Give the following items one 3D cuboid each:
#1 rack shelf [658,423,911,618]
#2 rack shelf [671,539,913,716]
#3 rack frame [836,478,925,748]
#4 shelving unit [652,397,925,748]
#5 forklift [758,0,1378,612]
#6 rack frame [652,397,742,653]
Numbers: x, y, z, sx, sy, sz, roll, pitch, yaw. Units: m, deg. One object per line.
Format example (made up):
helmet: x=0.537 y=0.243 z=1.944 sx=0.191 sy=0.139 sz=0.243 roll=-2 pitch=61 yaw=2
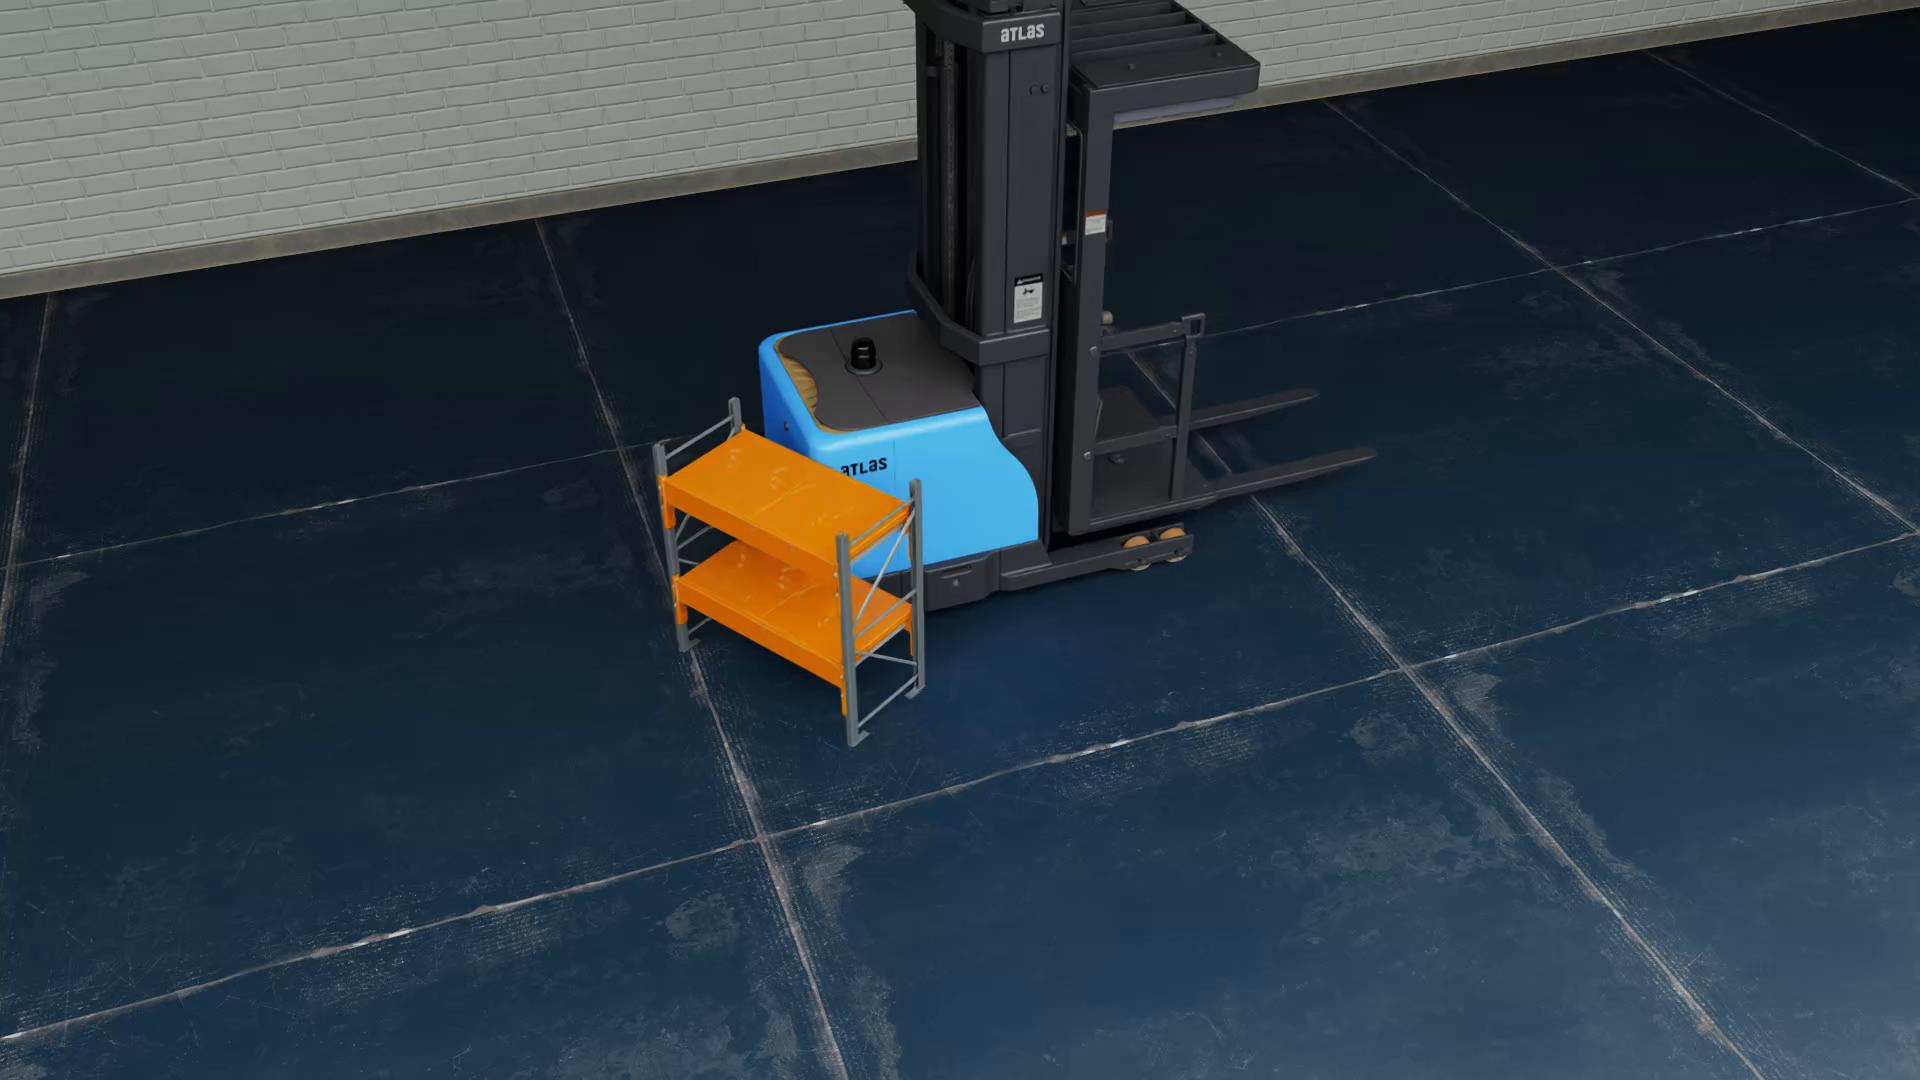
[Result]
rack shelf: x=-0.723 y=-0.102 z=7.024 sx=1.000 sy=0.278 sz=0.538 roll=25 pitch=44 yaw=29
rack shelf: x=-0.723 y=0.327 z=7.347 sx=1.000 sy=0.278 sz=0.538 roll=25 pitch=44 yaw=29
rack frame: x=-0.320 y=0.319 z=6.953 sx=0.032 sy=1.125 sz=0.500 roll=25 pitch=44 yaw=29
shelving unit: x=-0.723 y=0.132 z=7.200 sx=1.048 sy=1.125 sz=0.538 roll=25 pitch=44 yaw=29
forklift: x=0.612 y=-1.307 z=7.609 sx=3.031 sy=2.935 sz=1.130 roll=-13 pitch=39 yaw=-16
rack frame: x=-1.126 y=-0.054 z=7.448 sx=0.032 sy=1.125 sz=0.500 roll=25 pitch=44 yaw=29
